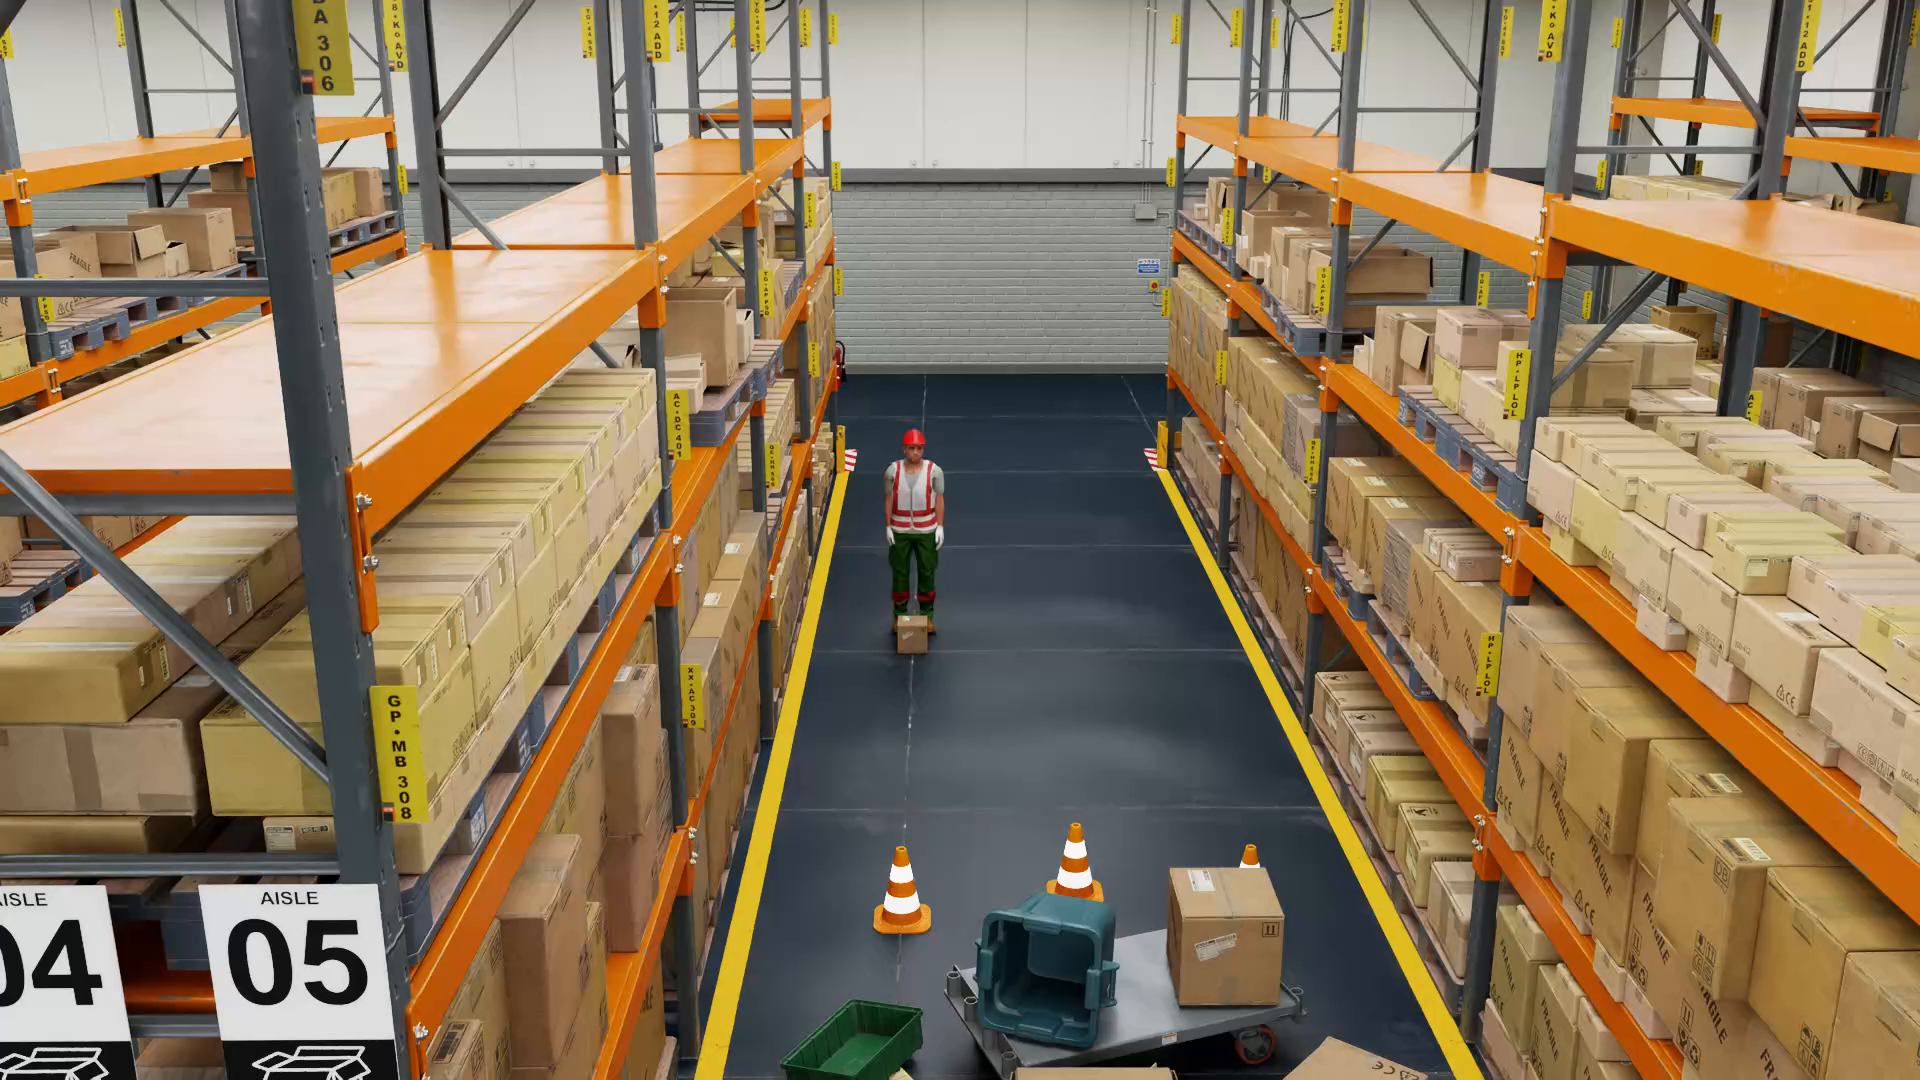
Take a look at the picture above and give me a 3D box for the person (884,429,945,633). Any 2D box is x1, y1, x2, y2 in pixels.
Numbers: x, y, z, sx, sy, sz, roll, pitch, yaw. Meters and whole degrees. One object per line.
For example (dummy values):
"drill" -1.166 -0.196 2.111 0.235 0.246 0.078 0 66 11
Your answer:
"person" -0.394 -0.077 14.343 0.524 1.789 0.339 0 17 1
